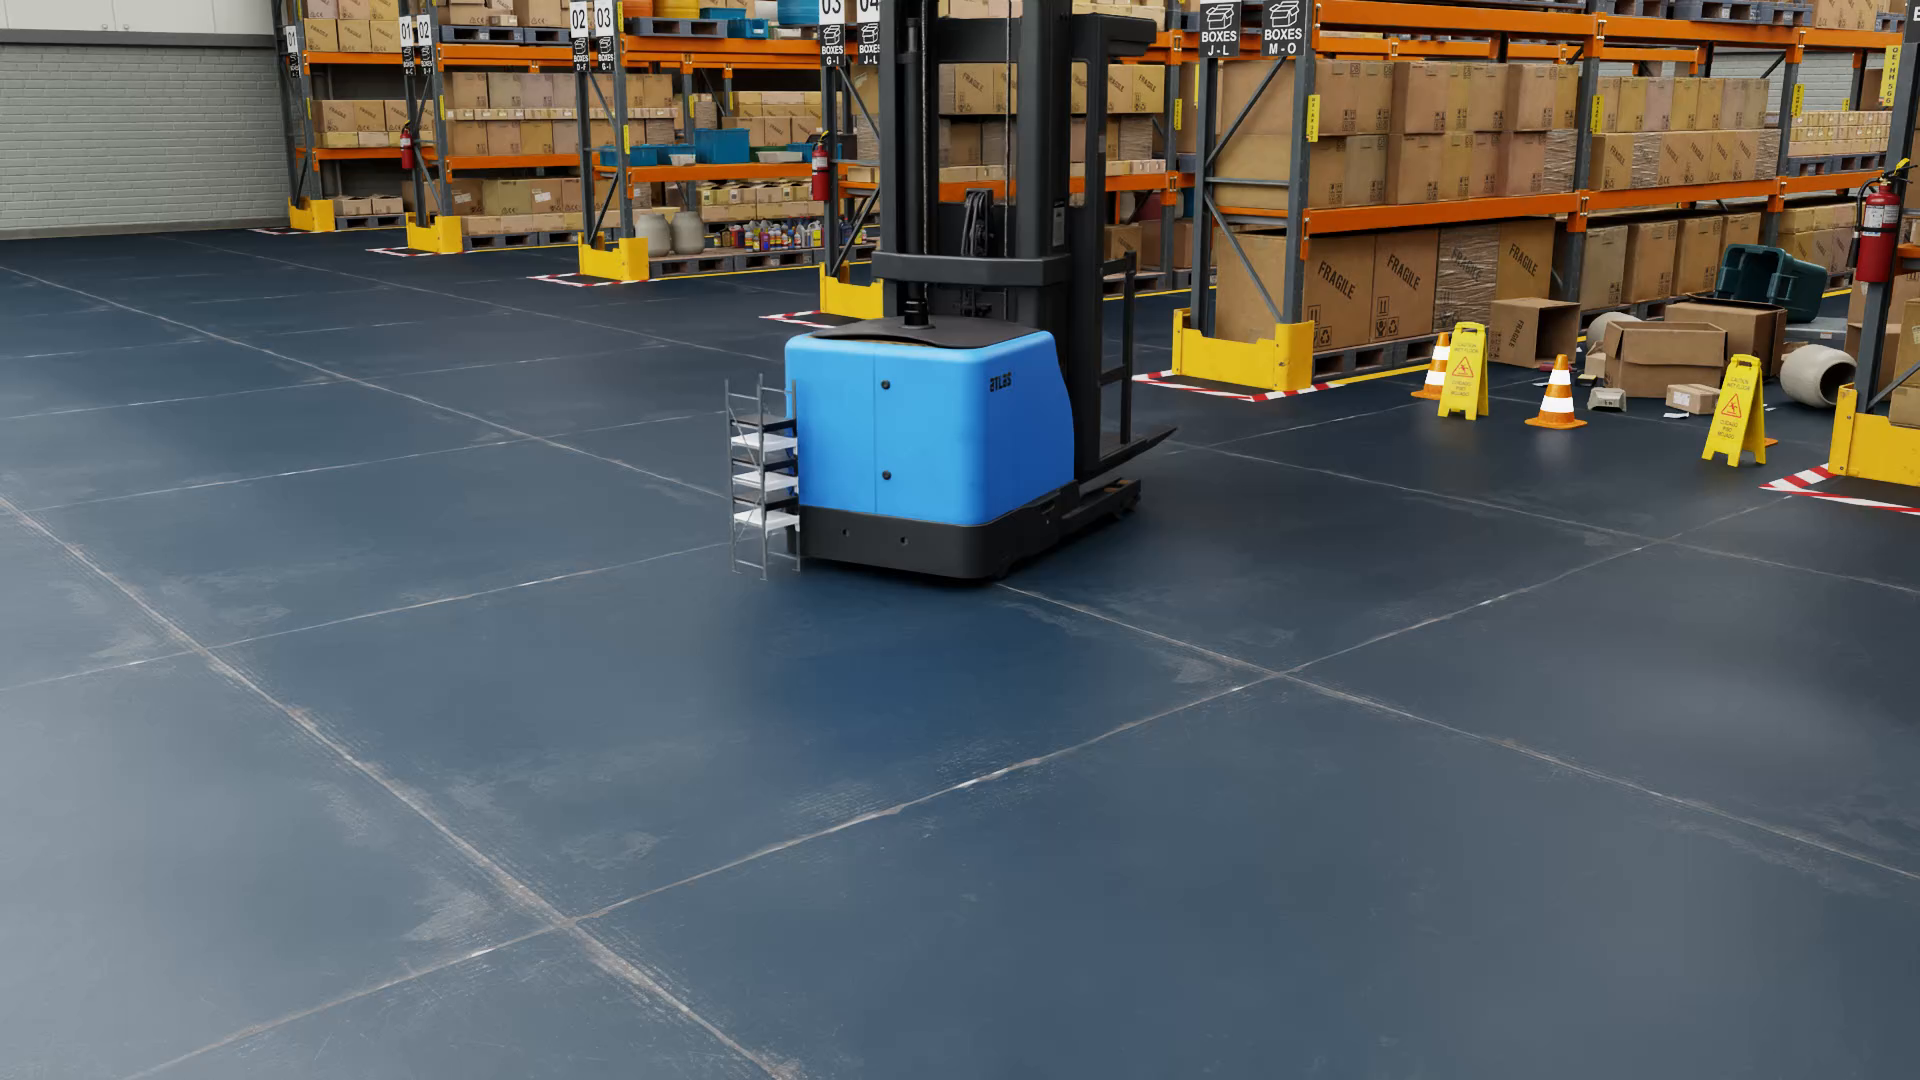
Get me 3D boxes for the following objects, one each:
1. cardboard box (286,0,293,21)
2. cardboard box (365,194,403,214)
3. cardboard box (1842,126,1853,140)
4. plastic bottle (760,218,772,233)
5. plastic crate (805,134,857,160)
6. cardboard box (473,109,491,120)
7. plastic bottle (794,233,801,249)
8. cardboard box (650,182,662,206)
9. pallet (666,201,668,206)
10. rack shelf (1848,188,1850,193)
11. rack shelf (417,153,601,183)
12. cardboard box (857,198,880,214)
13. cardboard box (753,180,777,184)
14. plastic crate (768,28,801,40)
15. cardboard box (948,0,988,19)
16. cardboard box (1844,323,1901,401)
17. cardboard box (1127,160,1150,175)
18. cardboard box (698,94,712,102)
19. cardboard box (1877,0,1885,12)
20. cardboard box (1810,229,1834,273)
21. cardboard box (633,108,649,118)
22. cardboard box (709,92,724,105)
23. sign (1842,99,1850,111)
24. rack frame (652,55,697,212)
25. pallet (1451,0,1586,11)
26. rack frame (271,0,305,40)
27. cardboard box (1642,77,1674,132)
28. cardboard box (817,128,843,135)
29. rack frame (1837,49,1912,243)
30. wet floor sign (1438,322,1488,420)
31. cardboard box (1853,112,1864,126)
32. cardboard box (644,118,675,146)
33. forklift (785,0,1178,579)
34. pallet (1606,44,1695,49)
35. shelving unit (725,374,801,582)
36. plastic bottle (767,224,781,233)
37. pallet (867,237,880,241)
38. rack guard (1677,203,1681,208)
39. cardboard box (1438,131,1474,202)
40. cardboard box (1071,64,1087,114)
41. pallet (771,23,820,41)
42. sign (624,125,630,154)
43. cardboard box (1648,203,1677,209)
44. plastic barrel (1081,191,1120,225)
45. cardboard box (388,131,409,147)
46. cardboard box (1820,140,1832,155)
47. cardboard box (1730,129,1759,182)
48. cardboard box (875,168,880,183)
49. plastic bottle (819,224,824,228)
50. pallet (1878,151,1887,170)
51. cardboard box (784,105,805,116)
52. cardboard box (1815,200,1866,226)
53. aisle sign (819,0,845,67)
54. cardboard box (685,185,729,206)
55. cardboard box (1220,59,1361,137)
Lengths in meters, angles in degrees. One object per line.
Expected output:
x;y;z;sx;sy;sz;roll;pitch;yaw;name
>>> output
-10.593;-8.685;26.970;0.500;0.500;0.500;-12;19;-37;cardboard box
-9.736;-5.681;28.063;0.500;0.311;0.500;-11;18;-35;cardboard box
9.689;-4.537;18.520;0.250;0.149;0.380;-13;20;-40;cardboard box
-2.571;-4.093;22.040;0.185;0.351;0.144;-13;20;-40;plastic bottle
-1.705;-5.226;22.123;0.504;0.338;0.767;-13;19;-39;plastic crate
-6.858;-6.039;23.594;0.250;0.149;0.380;-13;20;-41;cardboard box
-2.107;-3.876;21.518;0.097;0.201;0.097;0;15;0;plastic bottle
-5.030;-5.504;26.104;0.500;0.500;0.500;-13;19;-39;cardboard box
-6.222;-6.241;31.207;1.213;0.211;1.003;-13;19;-39;pallet
12.749;-4.719;21.500;4.000;0.370;1.077;-13;19;-39;rack shelf
-5.984;-5.598;24.791;4.000;0.370;1.077;-13;19;-39;rack shelf
-1.694;-5.700;28.292;0.500;0.250;0.500;-12;19;-38;cardboard box
-3.210;-5.813;27.626;0.500;0.311;0.500;-13;20;-40;cardboard box
-2.172;-6.291;20.688;0.396;0.136;0.243;-13;19;-39;plastic crate
-0.074;-5.175;16.288;0.500;0.250;0.500;-13;20;-41;cardboard box
6.829;-1.303;12.156;0.500;0.500;0.500;0;15;-1;cardboard box
1.861;-4.100;18.274;0.250;0.149;0.380;-13;19;-39;cardboard box
-4.952;-8.436;31.717;0.380;0.149;0.250;13;20;40;cardboard box
9.988;-6.194;18.800;0.637;0.503;0.797;-13;20;-40;cardboard box
9.300;-3.202;18.454;0.500;0.500;0.500;-12;19;-39;cardboard box
-4.923;-6.472;25.218;0.250;0.149;0.380;-13;20;-41;cardboard box
-4.540;-8.617;32.437;0.500;0.250;0.500;-12;19;-38;cardboard box
10.878;-5.251;20.417;0.005;0.325;0.100;-13;19;-39;sign
-4.475;-6.285;25.966;0.127;3.000;1.000;-13;19;-39;rack frame
4.581;-4.643;14.178;1.213;0.211;1.003;-13;19;-39;pallet
-10.747;-9.469;26.263;0.127;3.000;1.000;-13;19;-39;rack frame
6.344;-4.163;15.890;0.500;0.500;0.700;-12;19;-39;cardboard box
-2.259;-6.806;28.089;0.500;0.311;0.500;-13;20;-40;cardboard box
11.240;-4.728;20.139;0.127;3.000;1.000;-13;19;-39;rack frame
3.465;-1.168;11.370;0.267;0.644;0.232;12;19;37;wet floor sign
9.879;-4.725;18.645;0.250;0.149;0.380;-13;20;-40;cardboard box
-4.805;-6.257;25.667;0.500;0.500;0.700;-13;20;-41;cardboard box
0.310;-1.575;8.466;1.130;2.935;3.031;8;17;26;forklift
10.525;-7.667;25.501;1.213;0.211;1.003;-13;19;-39;pallet
-0.895;-0.285;7.574;0.258;0.900;0.210;13;20;41;shelving unit
-2.454;-4.032;21.958;0.135;0.276;0.152;-13;19;-39;plastic bottle
-0.659;-4.113;23.240;1.213;0.211;1.003;-13;19;-39;pallet
11.096;-5.185;26.692;0.348;0.500;1.175;-13;19;-39;rack guard
3.716;-3.105;13.772;0.500;0.550;0.875;-13;19;-39;cardboard box
1.112;-4.731;17.443;0.500;0.500;0.500;-13;19;-39;cardboard box
-1.706;-6.537;21.462;1.003;0.211;1.213;-13;19;-39;pallet
-3.886;-4.668;19.378;0.005;0.325;0.100;-13;19;-39;sign
10.648;-5.441;26.110;0.875;0.875;0.875;-13;19;-39;cardboard box
2.149;-5.238;25.439;0.708;0.830;0.600;-13;19;-39;plastic barrel
-9.400;-6.705;27.791;0.500;0.250;0.500;-13;20;-40;cardboard box
9.301;-4.306;18.230;0.250;0.149;0.380;-12;19;-37;cardboard box
7.682;-3.886;16.792;0.500;0.500;0.500;-13;19;-39;cardboard box
-0.621;-3.559;16.247;0.250;0.149;0.380;-13;19;-39;cardboard box
-1.784;-4.043;22.000;0.135;0.276;0.152;-13;19;-39;plastic bottle
10.568;-4.534;19.785;1.213;0.211;1.003;-13;19;-39;pallet
-3.401;-8.331;32.818;0.500;0.500;0.500;-13;20;-40;cardboard box
10.058;-3.734;18.992;0.500;0.250;0.500;-14;20;-42;cardboard box
-1.236;-4.982;16.051;0.004;0.787;0.394;-13;19;-39;aisle sign
-4.000;-5.452;26.275;0.500;0.311;0.500;-13;19;-39;cardboard box
2.493;-3.345;12.576;0.550;0.550;0.875;-13;19;-39;cardboard box
